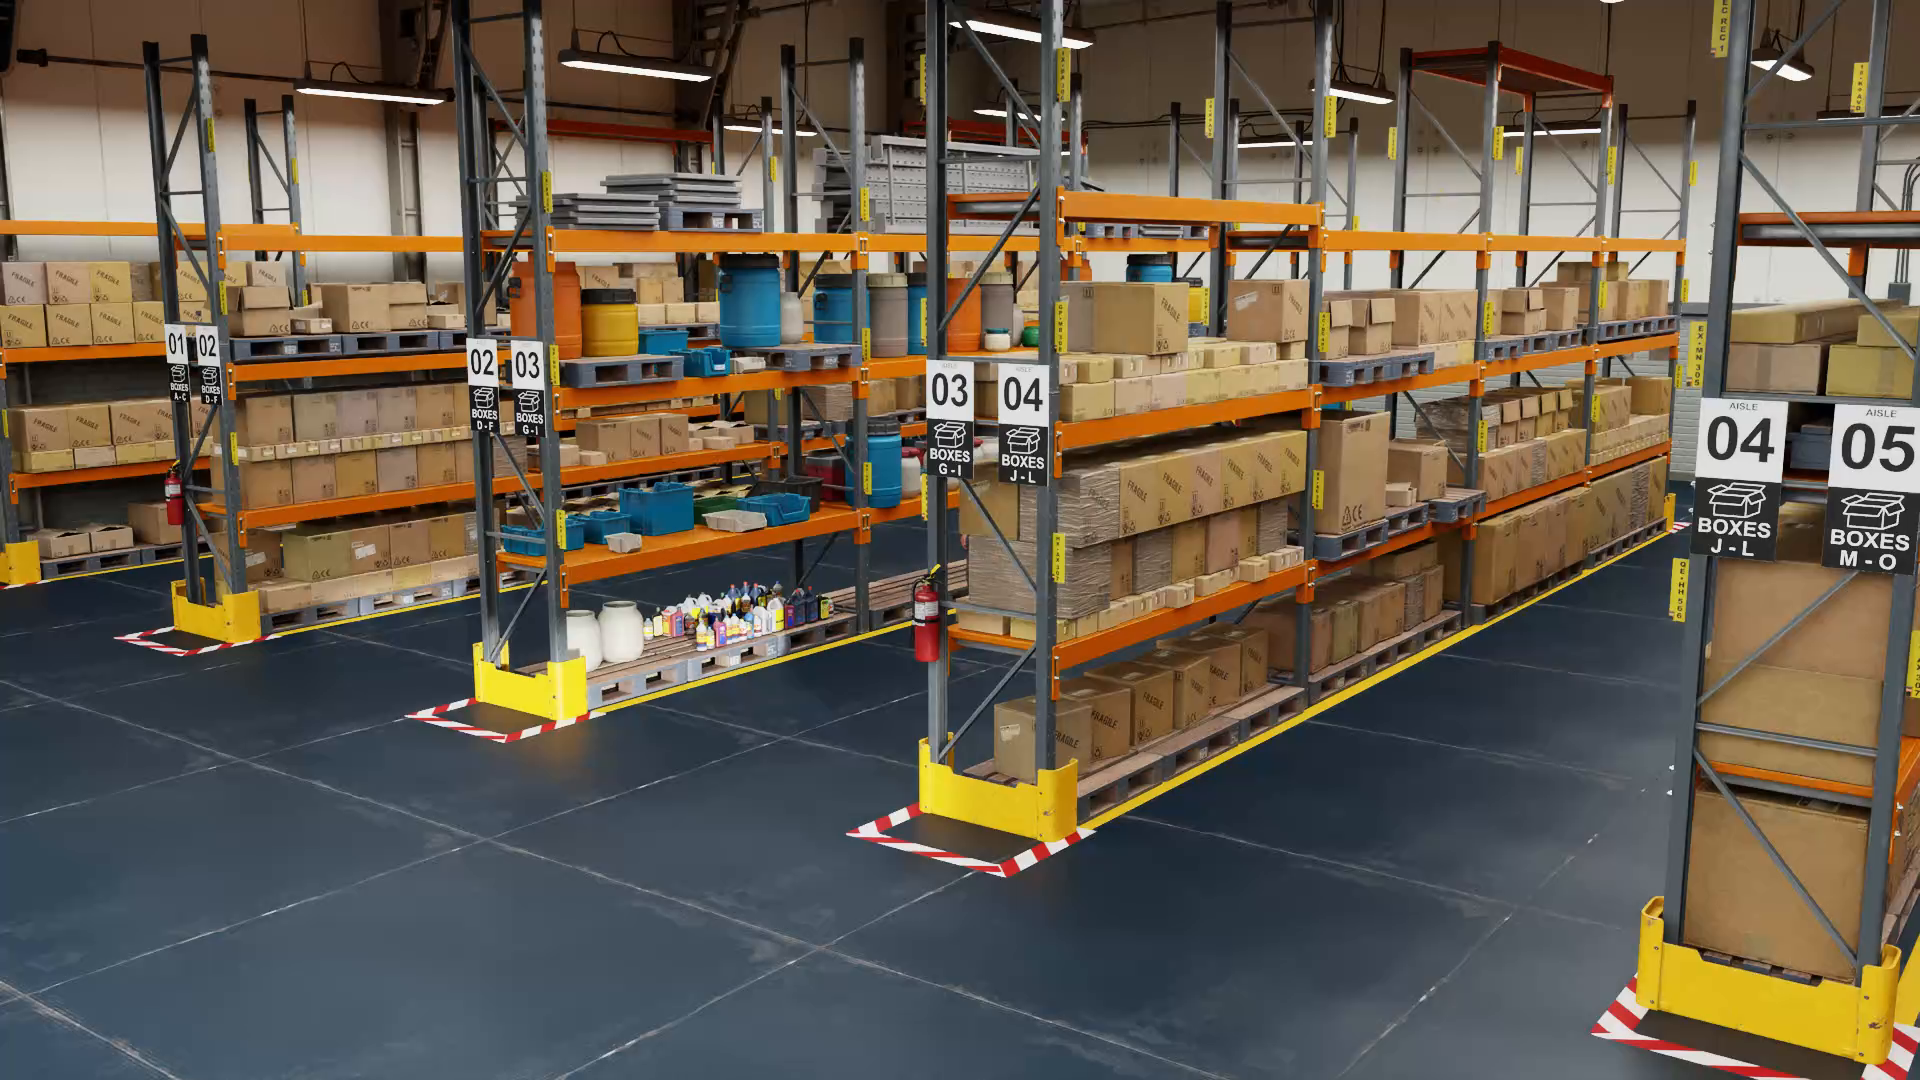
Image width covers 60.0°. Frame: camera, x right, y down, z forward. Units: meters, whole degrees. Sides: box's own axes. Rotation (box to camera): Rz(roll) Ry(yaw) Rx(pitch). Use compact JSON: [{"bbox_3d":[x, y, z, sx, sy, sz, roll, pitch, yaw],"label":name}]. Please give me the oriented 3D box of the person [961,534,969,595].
[{"bbox_3d":[0.283,-0.013,18.038,0.580,1.721,0.416,7,12,36],"label":"person"}]
